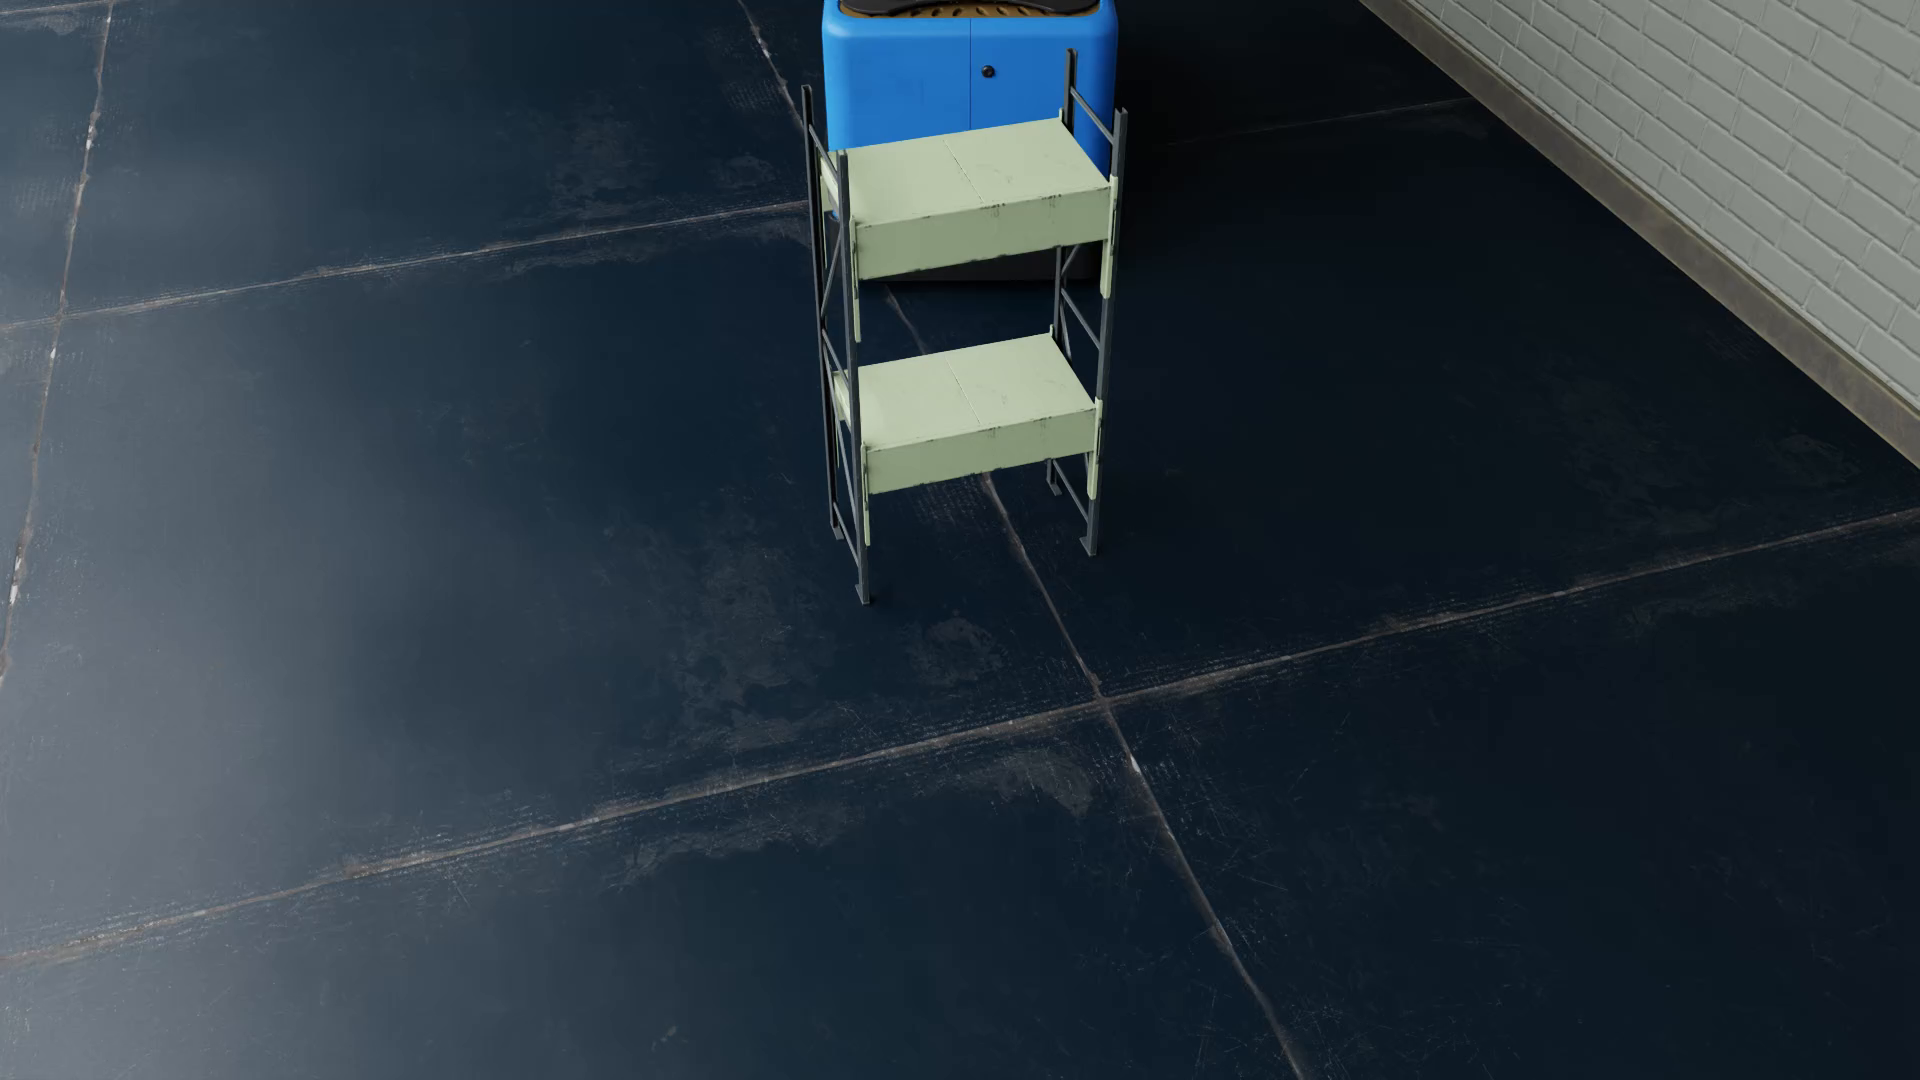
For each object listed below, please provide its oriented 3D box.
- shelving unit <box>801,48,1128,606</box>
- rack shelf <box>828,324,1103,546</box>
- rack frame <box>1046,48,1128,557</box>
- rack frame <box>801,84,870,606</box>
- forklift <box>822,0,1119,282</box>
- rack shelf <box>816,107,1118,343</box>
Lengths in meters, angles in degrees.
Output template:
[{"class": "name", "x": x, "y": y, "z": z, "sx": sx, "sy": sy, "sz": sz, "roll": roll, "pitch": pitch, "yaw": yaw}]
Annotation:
[{"class": "shelving unit", "x": 0.006, "y": -0.566, "z": 4.758, "sx": 0.755, "sy": 1.500, "sz": 0.431, "roll": -12, "pitch": 42, "yaw": -13}, {"class": "rack shelf", "x": 0.006, "y": -0.321, "z": 4.973, "sx": 0.720, "sy": 0.370, "sz": 0.431, "roll": -12, "pitch": 42, "yaw": -13}, {"class": "rack frame", "x": 0.355, "y": -0.638, "z": 4.841, "sx": 0.023, "sy": 1.500, "sz": 0.400, "roll": -12, "pitch": 42, "yaw": -13}, {"class": "rack frame", "x": -0.343, "y": -0.494, "z": 4.675, "sx": 0.023, "sy": 1.500, "sz": 0.400, "roll": -12, "pitch": 42, "yaw": -13}, {"class": "forklift", "x": 0.013, "y": -3.021, "z": 6.480, "sx": 1.130, "sy": 2.935, "sz": 3.031, "roll": -1, "pitch": 41, "yaw": -1}, {"class": "rack shelf", "x": 0.006, "y": -0.860, "z": 4.501, "sx": 0.720, "sy": 0.370, "sz": 0.431, "roll": -12, "pitch": 42, "yaw": -13}]
